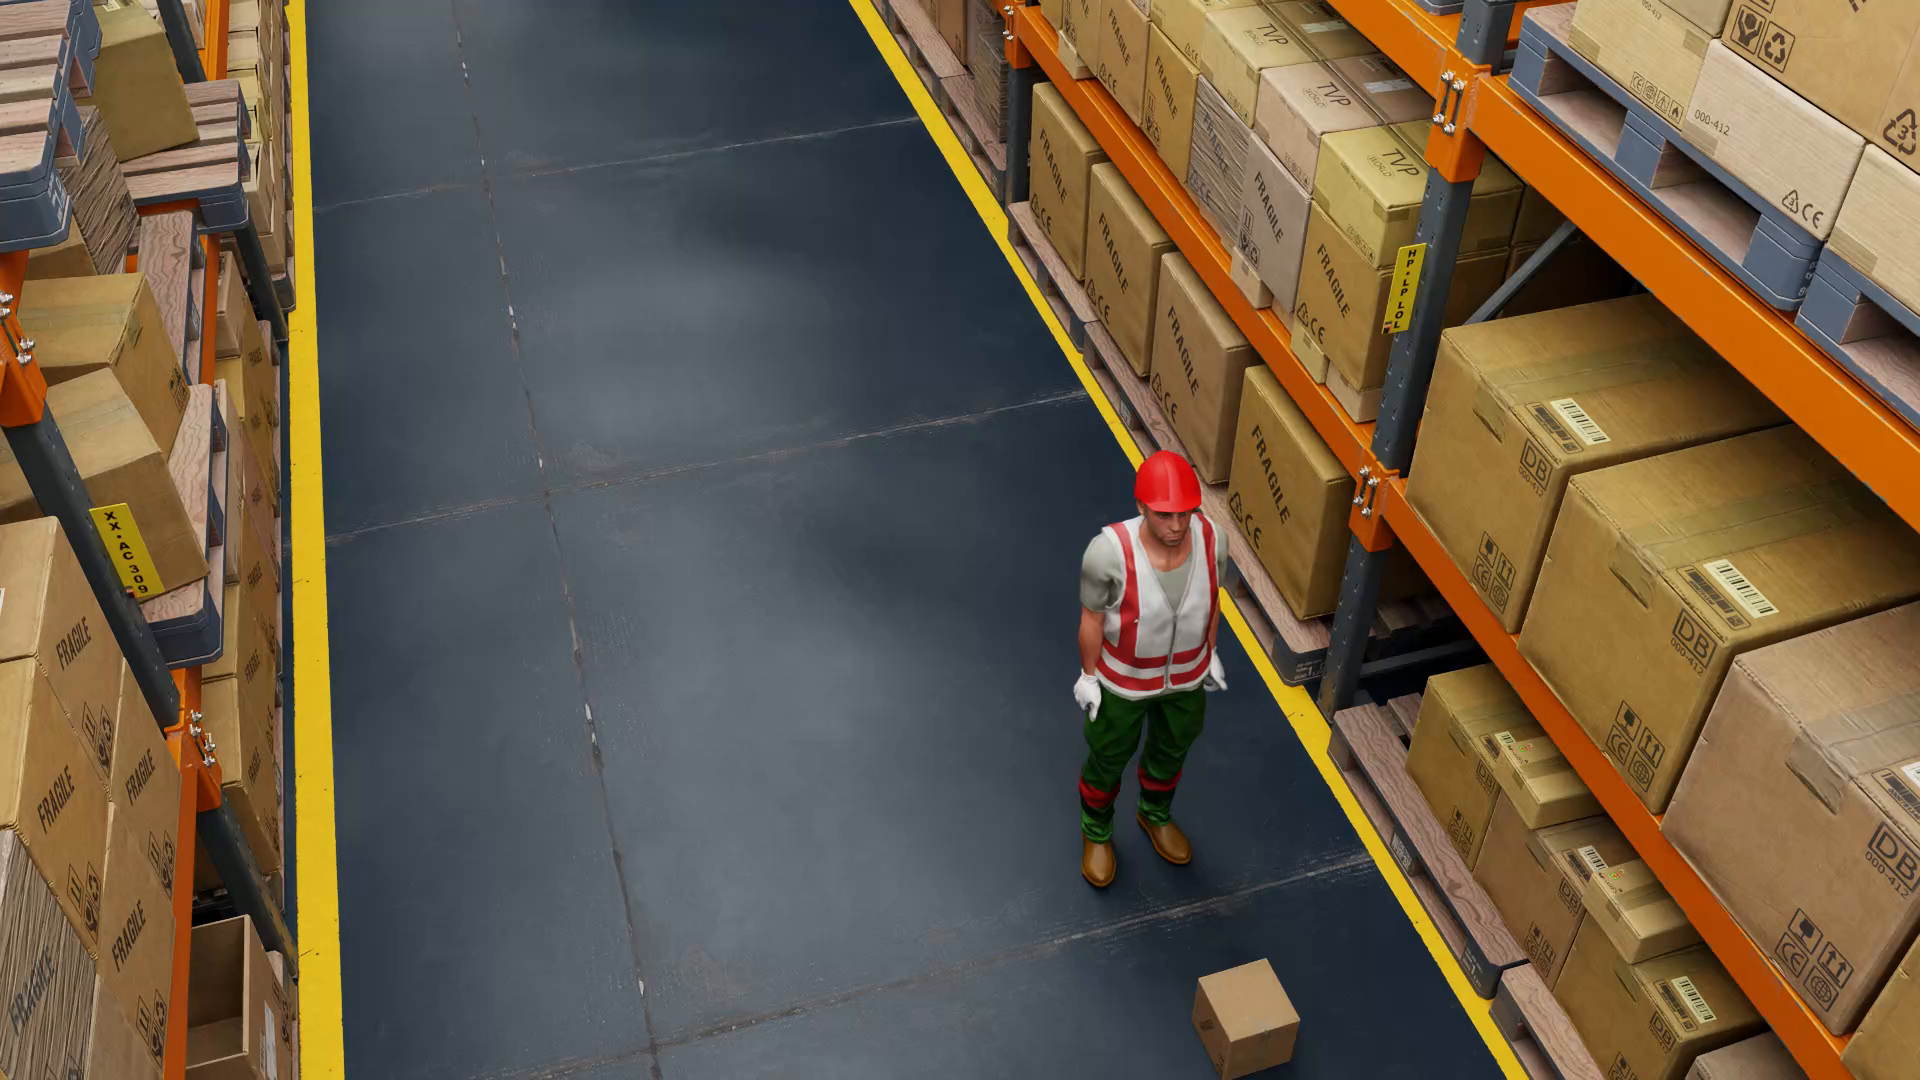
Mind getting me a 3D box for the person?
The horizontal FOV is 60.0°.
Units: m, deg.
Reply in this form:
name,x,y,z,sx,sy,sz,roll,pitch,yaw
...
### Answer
name,x,y,z,sx,sy,sz,roll,pitch,yaw
person,0.653,0.455,5.631,0.531,1.795,0.380,-11,43,-12
